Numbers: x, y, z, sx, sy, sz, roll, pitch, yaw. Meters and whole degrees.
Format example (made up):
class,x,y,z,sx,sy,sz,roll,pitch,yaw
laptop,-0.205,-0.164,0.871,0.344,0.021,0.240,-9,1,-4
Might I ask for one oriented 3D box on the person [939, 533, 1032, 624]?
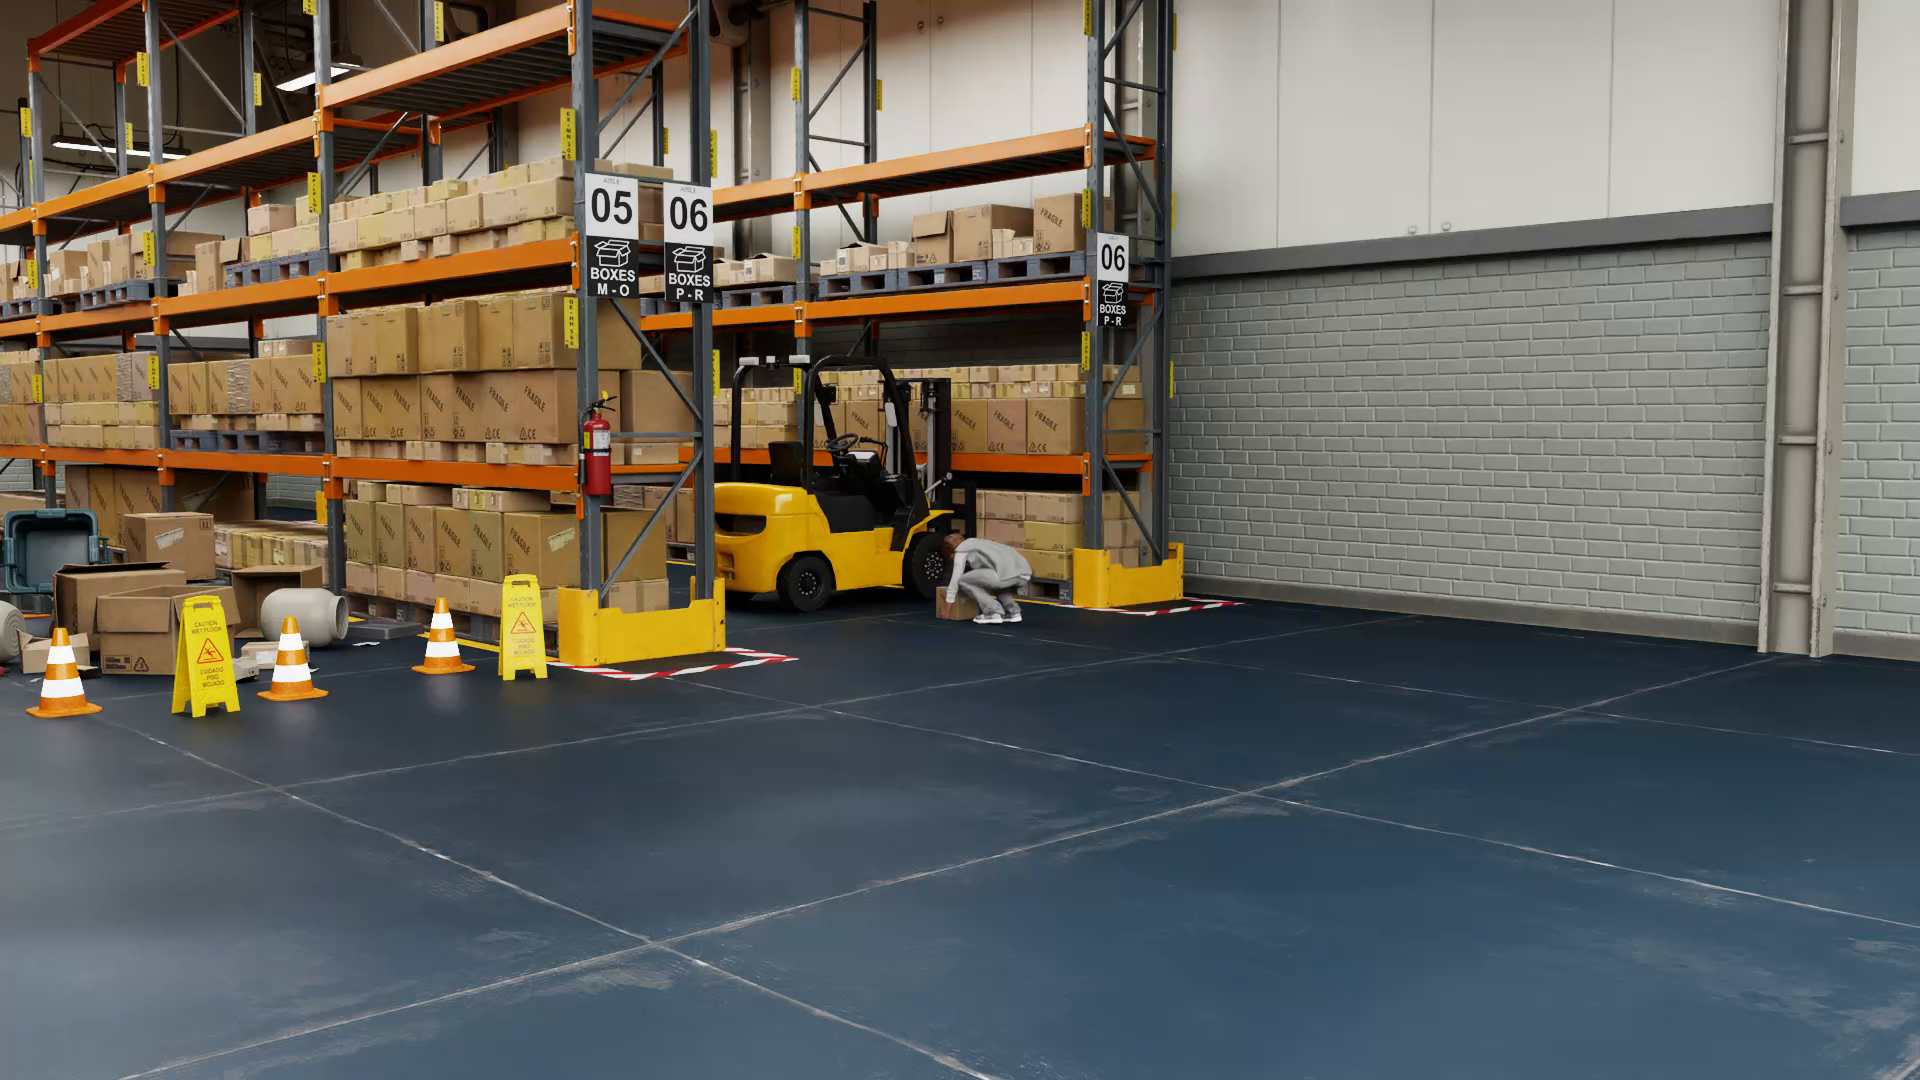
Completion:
class,x,y,z,sx,sy,sz,roll,pitch,yaw
person,0.199,0.337,13.304,0.429,0.747,0.843,-4,6,-45
